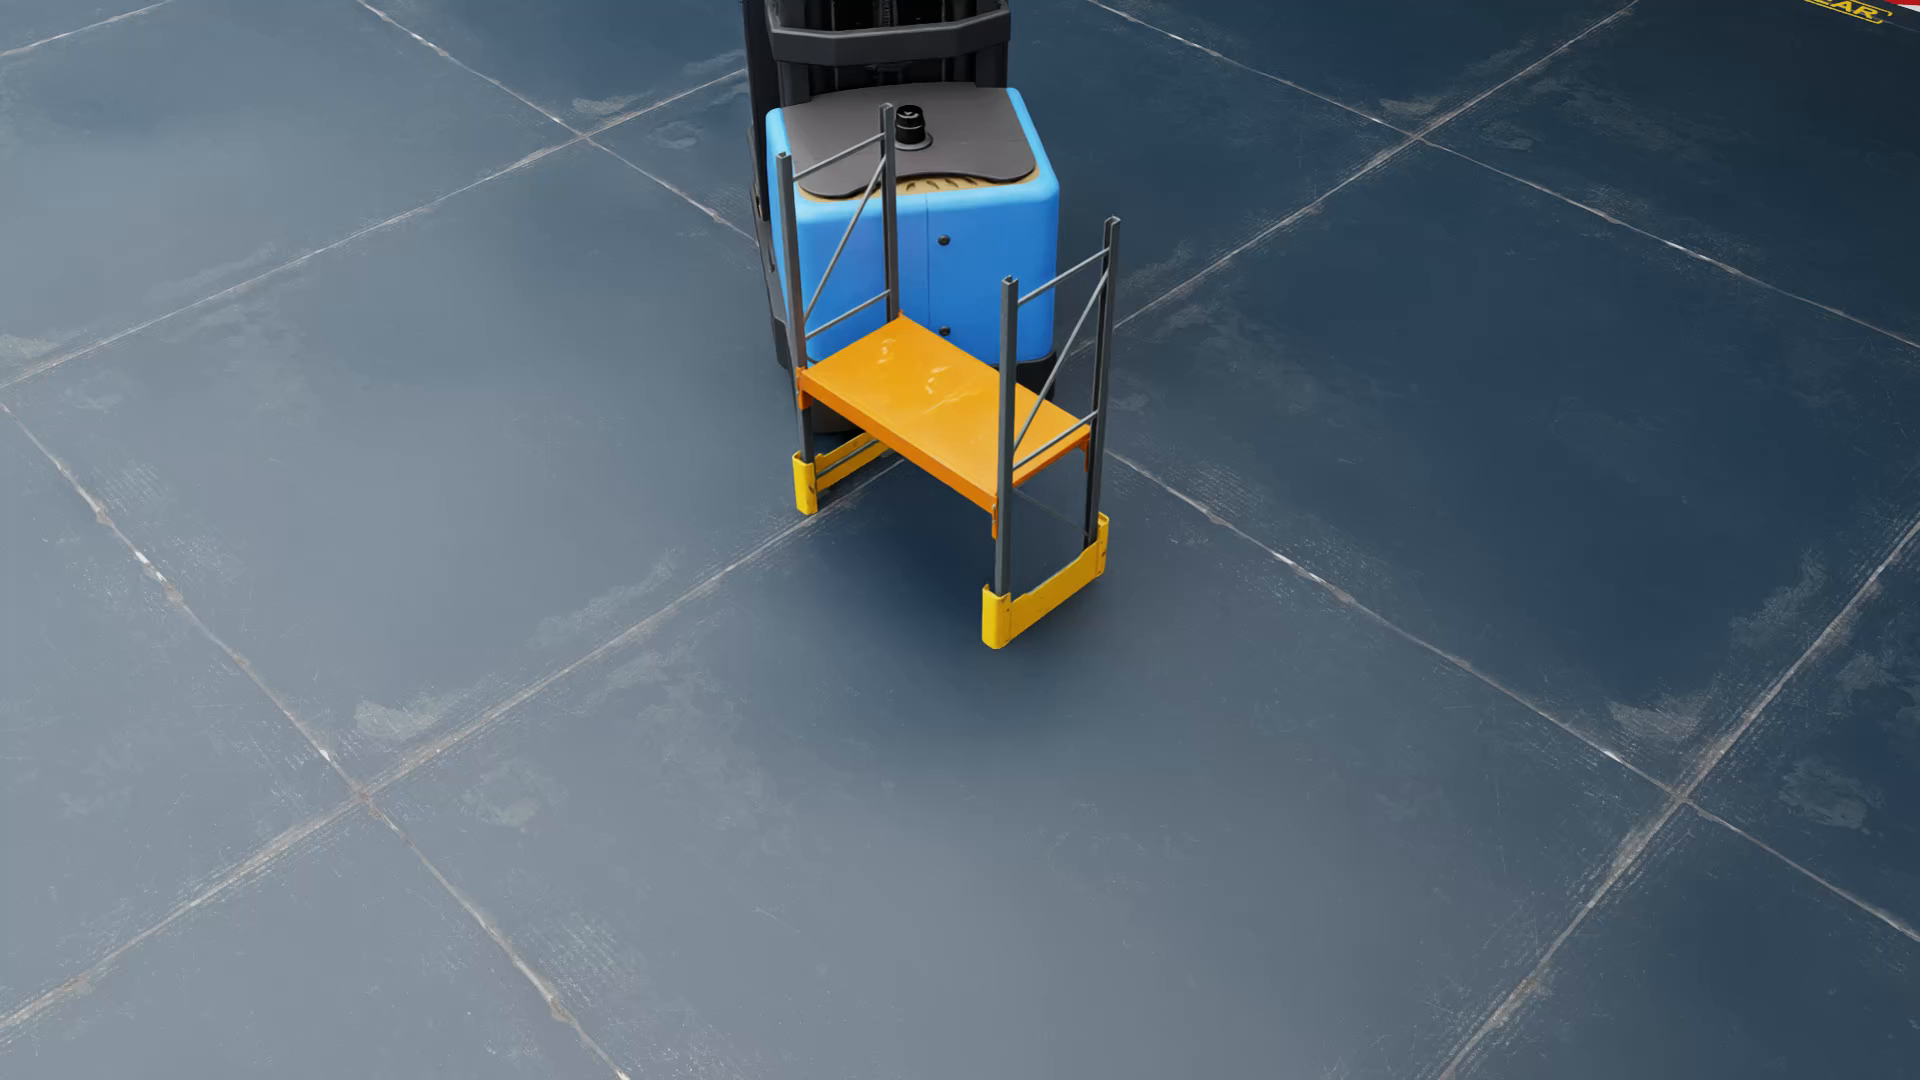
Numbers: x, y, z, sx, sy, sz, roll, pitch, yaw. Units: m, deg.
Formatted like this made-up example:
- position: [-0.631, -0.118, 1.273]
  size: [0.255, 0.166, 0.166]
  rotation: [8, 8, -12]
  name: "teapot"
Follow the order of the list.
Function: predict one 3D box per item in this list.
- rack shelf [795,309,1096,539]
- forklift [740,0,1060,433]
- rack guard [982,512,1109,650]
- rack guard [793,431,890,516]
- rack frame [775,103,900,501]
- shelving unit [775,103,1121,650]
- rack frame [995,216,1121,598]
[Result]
- position: [-0.052, -0.432, 5.878]
  size: [0.538, 0.185, 1.000]
  rotation: [-34, 53, -31]
  name: "rack shelf"
- position: [-0.388, -2.510, 6.806]
  size: [1.130, 2.935, 3.031]
  rotation: [-7, 43, -8]
  name: "forklift"
- position: [0.306, 0.138, 5.916]
  size: [0.587, 0.250, 0.087]
  rotation: [-34, 53, -31]
  name: "rack guard"
- position: [-0.398, -0.340, 6.434]
  size: [0.587, 0.250, 0.087]
  rotation: [-34, 53, -31]
  name: "rack guard"
- position: [-0.411, -0.808, 6.020]
  size: [0.500, 1.500, 0.032]
  rotation: [-34, 53, -31]
  name: "rack frame"
- position: [-0.046, -0.560, 5.751]
  size: [0.587, 1.500, 1.083]
  rotation: [-34, 53, -31]
  name: "shelving unit"
- position: [0.307, -0.320, 5.491]
  size: [0.500, 1.500, 0.032]
  rotation: [-34, 53, -31]
  name: "rack frame"
